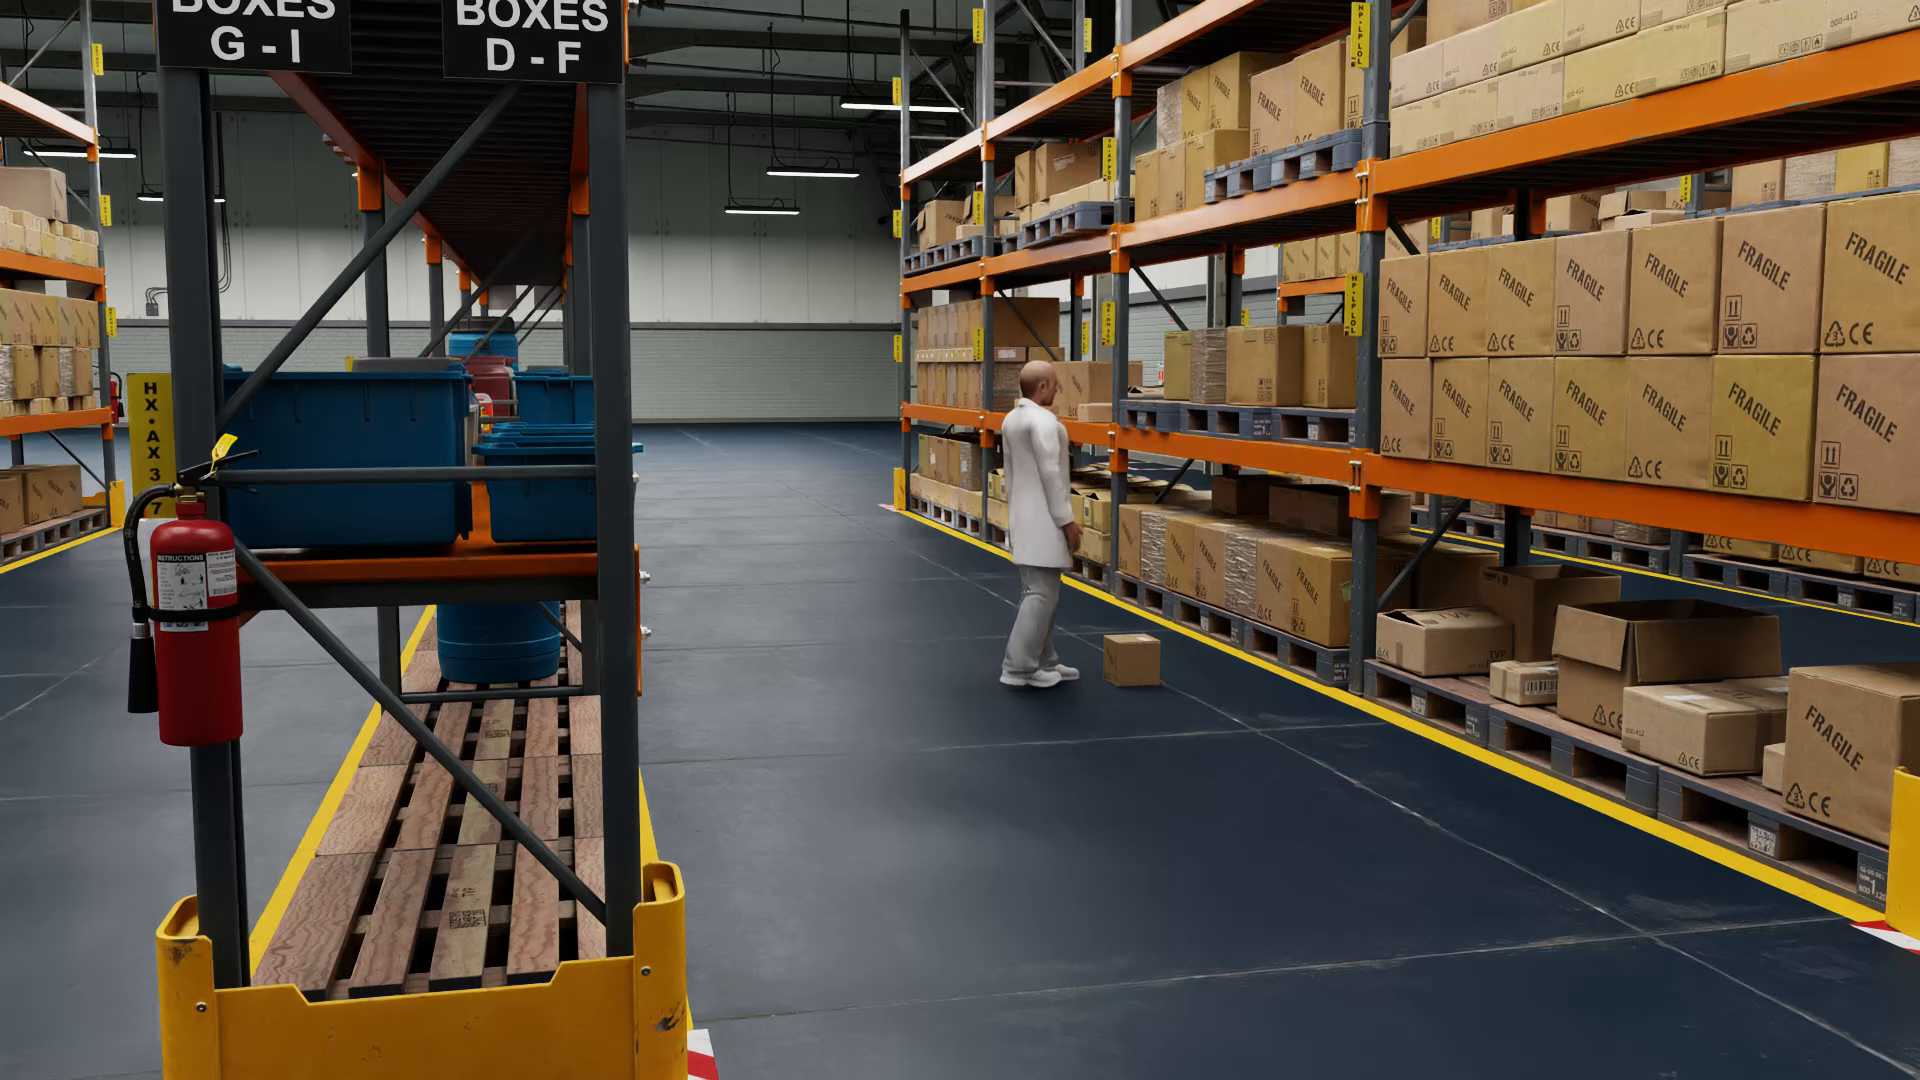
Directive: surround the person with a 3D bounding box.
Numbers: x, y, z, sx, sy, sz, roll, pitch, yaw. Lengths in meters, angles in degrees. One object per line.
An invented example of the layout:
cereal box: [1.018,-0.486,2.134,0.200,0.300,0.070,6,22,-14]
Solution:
person: [0.451,-0.083,9.115,0.570,1.794,0.596,-2,6,-20]
